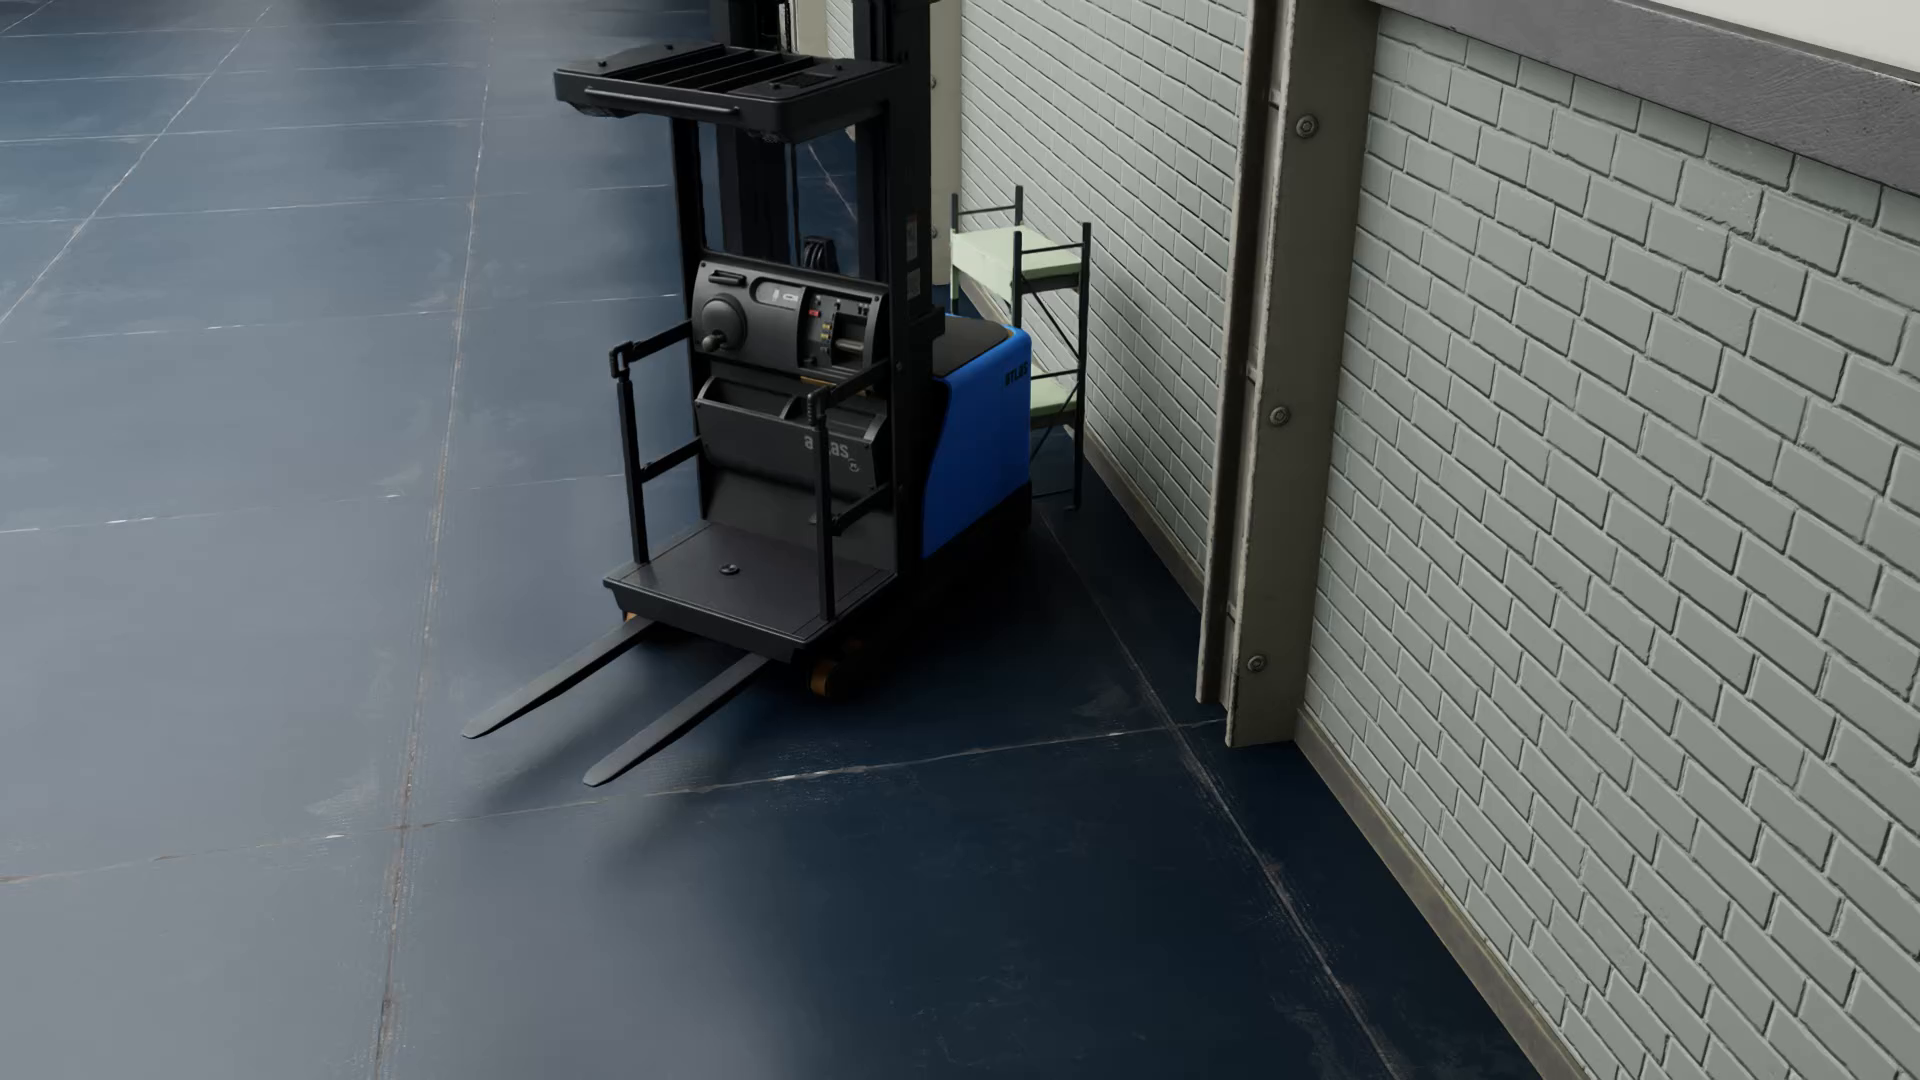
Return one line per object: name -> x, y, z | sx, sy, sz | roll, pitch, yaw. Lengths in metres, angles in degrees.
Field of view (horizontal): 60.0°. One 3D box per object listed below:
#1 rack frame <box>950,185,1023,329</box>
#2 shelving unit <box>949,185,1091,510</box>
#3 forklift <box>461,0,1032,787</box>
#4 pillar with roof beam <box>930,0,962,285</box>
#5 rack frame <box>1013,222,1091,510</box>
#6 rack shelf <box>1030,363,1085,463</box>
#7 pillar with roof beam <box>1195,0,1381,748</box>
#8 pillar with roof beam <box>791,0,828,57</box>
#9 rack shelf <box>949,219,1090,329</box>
rack frame -> 0.137, -1.107, 8.779 | 0.400, 1.500, 0.023 | -11, 29, -21
shelving unit -> 0.287, -0.957, 8.481 | 0.431, 1.500, 0.755 | -11, 29, -21
forklift -> -0.832, -0.884, 6.748 | 1.130, 2.935, 3.031 | 15, 30, 27
pillar with roof beam -> -4.369, -5.490, 9.140 | 9.100, 9.000, 0.400 | -6, 27, -12
rack frame -> 0.437, -0.806, 8.183 | 0.400, 1.500, 0.023 | -11, 29, -21
rack shelf -> 0.287, -0.666, 8.628 | 0.431, 0.370, 0.720 | -11, 29, -21
pillar with roof beam -> -3.017, -2.856, 3.921 | 9.100, 9.000, 0.400 | -6, 27, -12
pillar with roof beam -> -5.721, -8.124, 14.358 | 9.100, 9.000, 0.400 | -6, 27, -12
rack shelf -> 0.287, -1.305, 8.306 | 0.431, 0.370, 0.720 | -11, 29, -21
